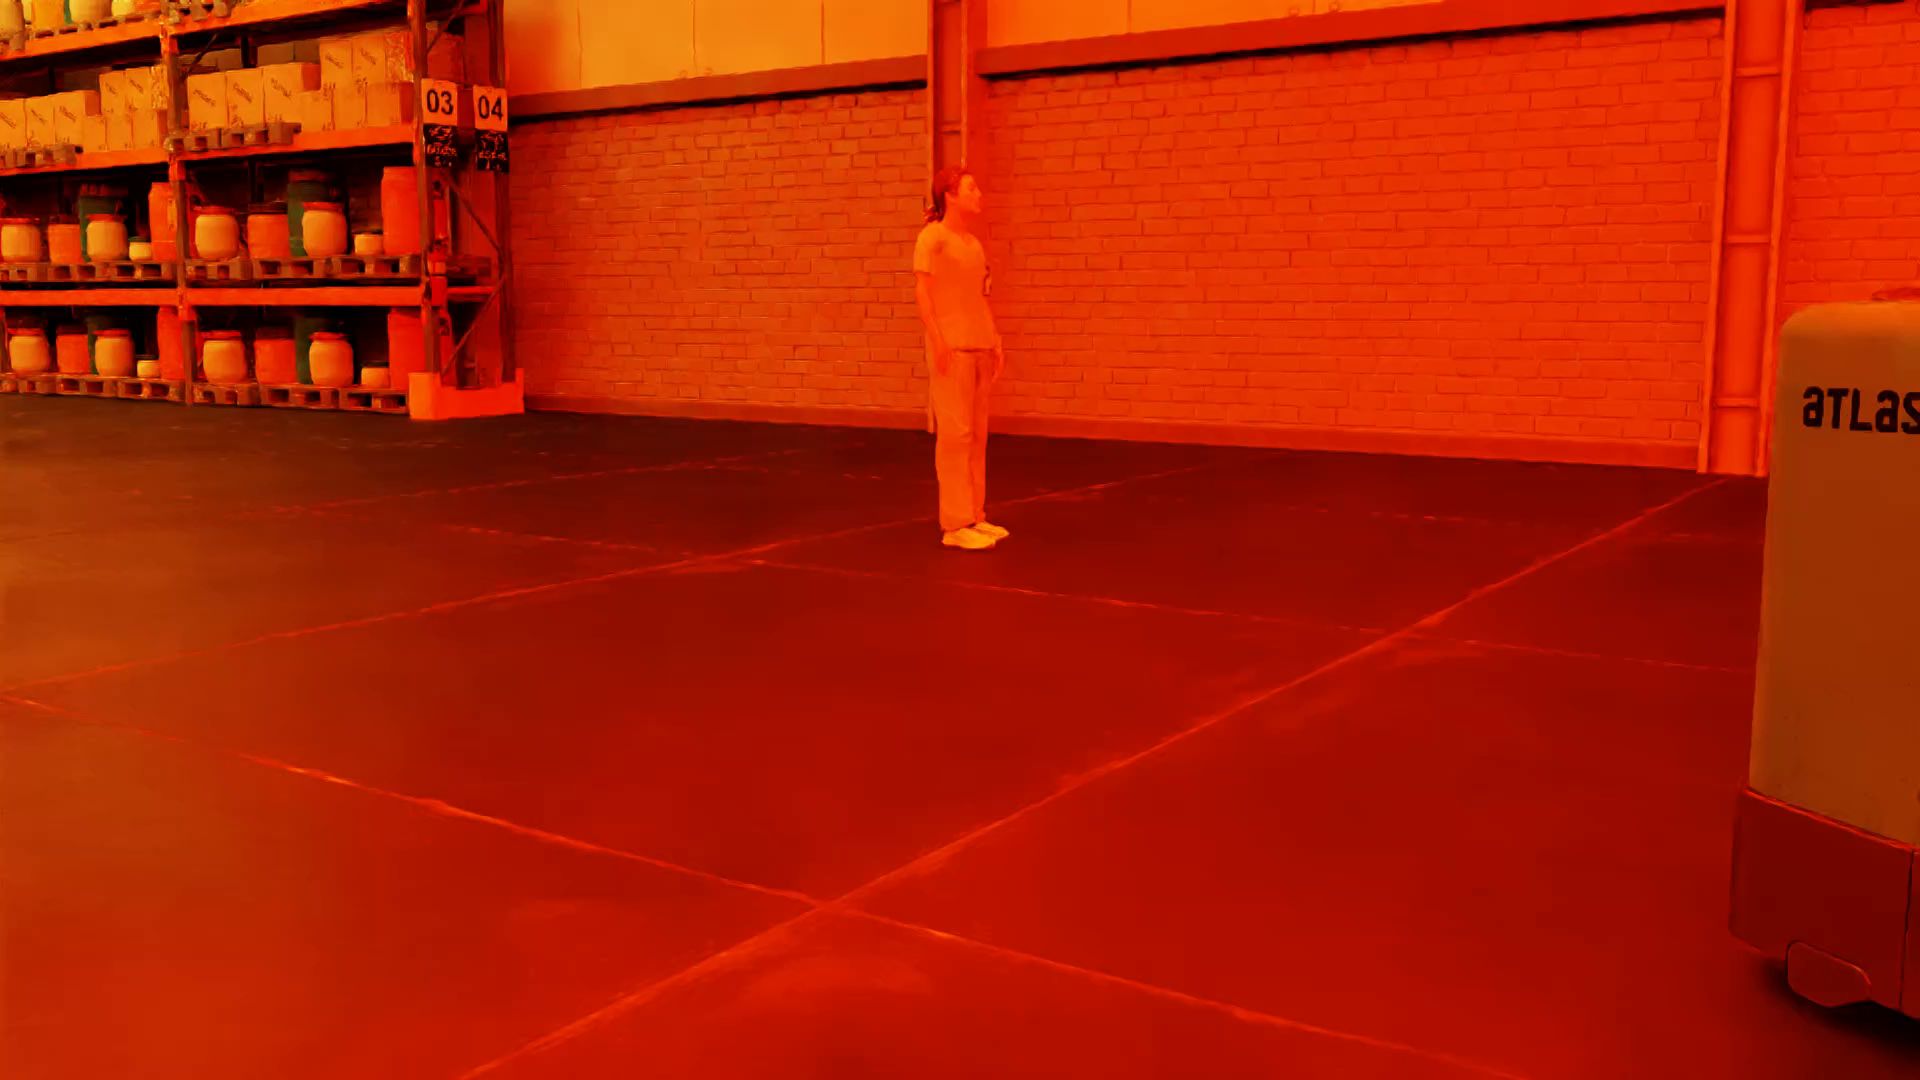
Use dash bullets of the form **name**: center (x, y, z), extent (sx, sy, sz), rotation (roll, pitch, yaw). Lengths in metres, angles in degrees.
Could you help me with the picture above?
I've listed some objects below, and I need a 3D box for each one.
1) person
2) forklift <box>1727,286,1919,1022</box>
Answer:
- **person**: center (0.054, -0.829, 7.433), extent (0.548, 1.674, 0.550), rotation (5, 10, 34)
- **forklift**: center (2.216, -0.583, 1.289), extent (1.130, 2.935, 3.031), rotation (-3, 9, -20)
